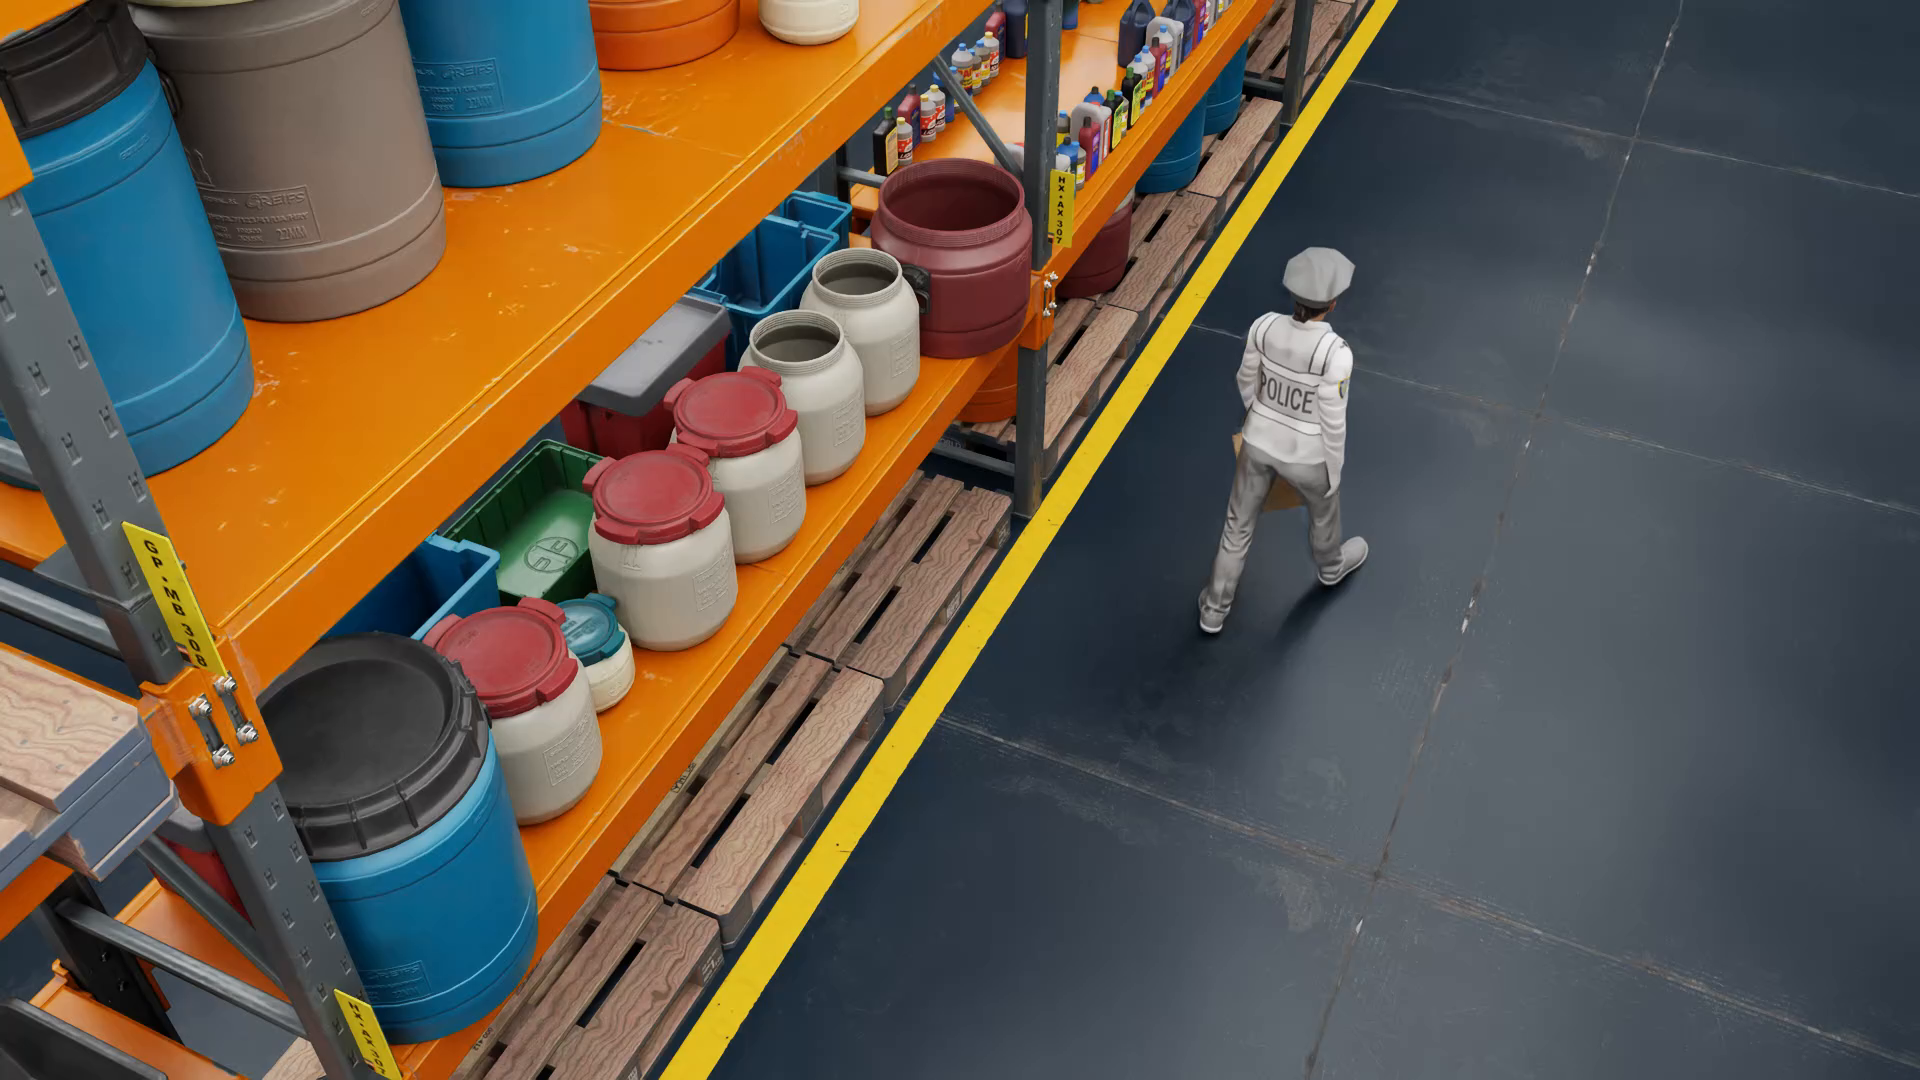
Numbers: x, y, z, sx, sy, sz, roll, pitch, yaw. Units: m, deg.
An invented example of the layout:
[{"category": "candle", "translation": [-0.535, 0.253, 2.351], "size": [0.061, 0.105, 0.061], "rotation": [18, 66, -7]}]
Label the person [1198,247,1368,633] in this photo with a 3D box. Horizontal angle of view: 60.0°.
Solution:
[{"category": "person", "translation": [1.327, -0.411, 6.596], "size": [0.534, 1.643, 0.839], "rotation": [28, 49, 28]}]
